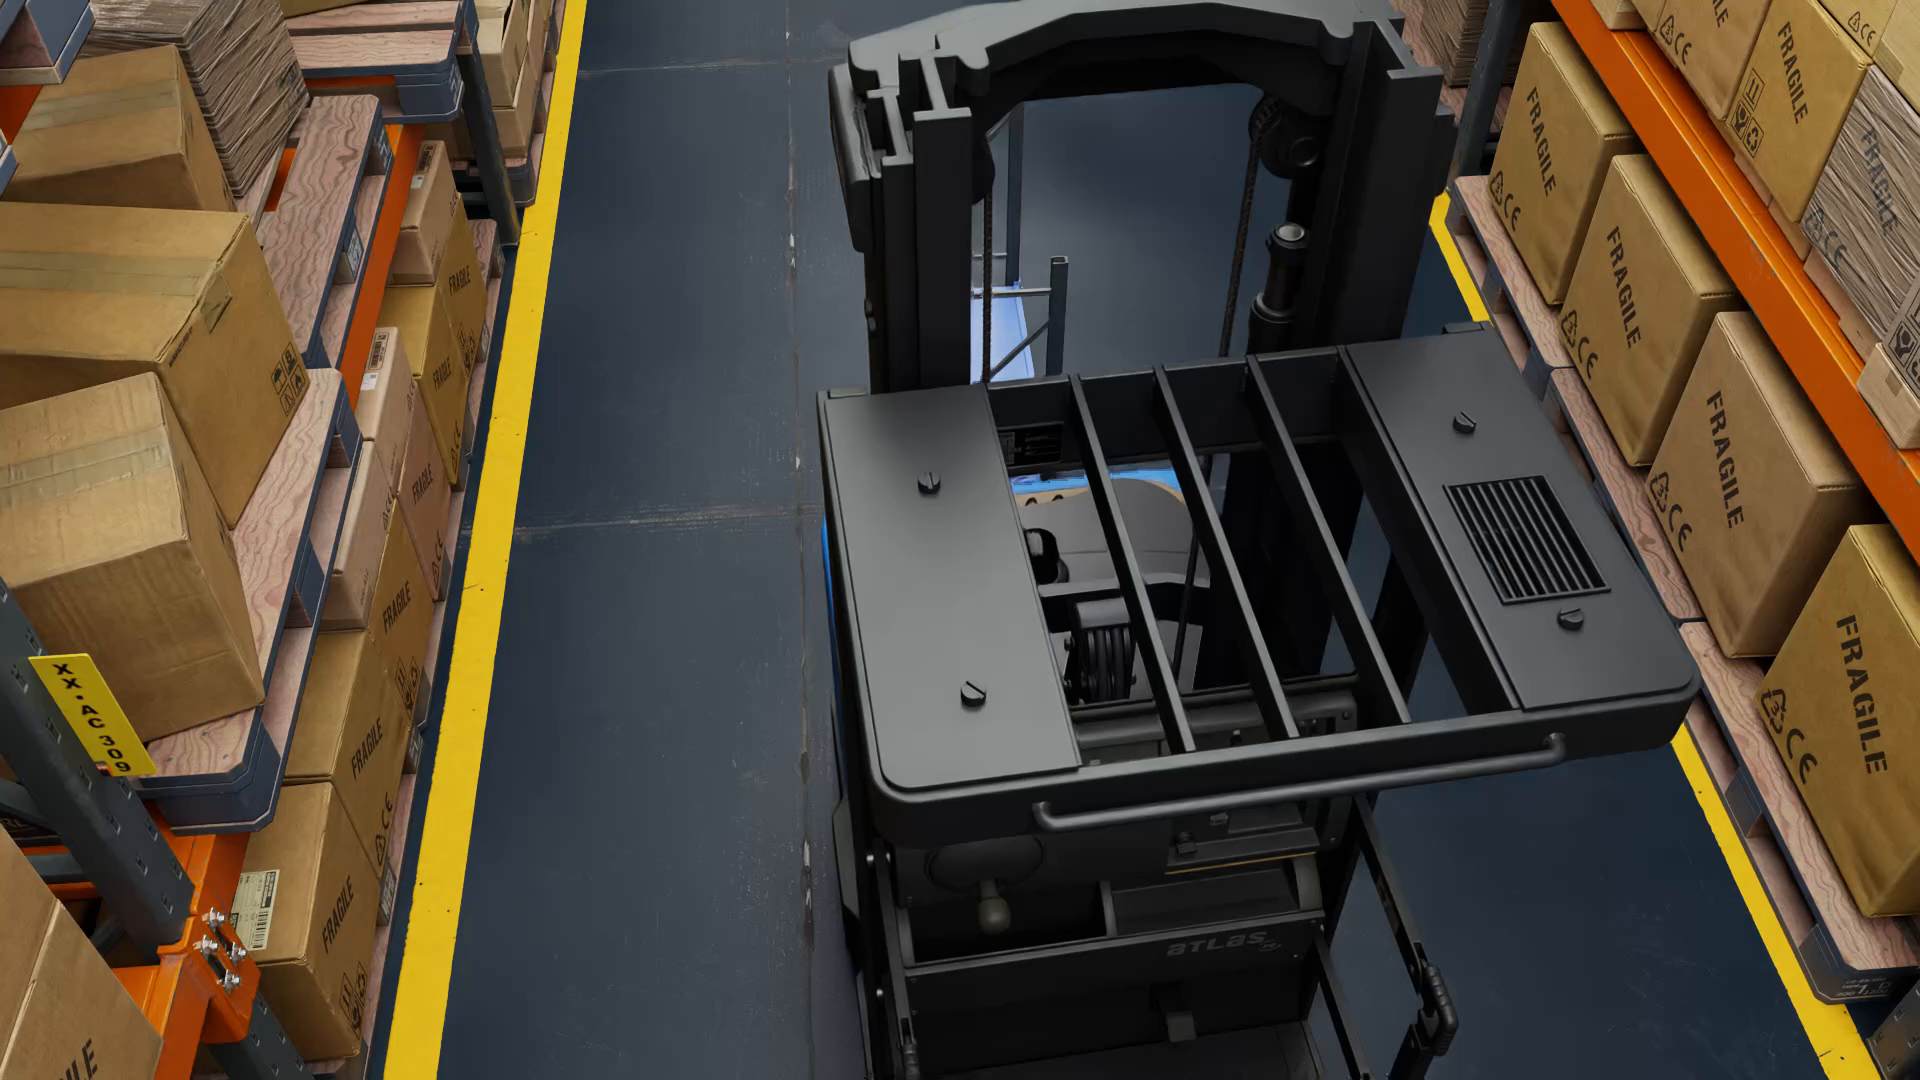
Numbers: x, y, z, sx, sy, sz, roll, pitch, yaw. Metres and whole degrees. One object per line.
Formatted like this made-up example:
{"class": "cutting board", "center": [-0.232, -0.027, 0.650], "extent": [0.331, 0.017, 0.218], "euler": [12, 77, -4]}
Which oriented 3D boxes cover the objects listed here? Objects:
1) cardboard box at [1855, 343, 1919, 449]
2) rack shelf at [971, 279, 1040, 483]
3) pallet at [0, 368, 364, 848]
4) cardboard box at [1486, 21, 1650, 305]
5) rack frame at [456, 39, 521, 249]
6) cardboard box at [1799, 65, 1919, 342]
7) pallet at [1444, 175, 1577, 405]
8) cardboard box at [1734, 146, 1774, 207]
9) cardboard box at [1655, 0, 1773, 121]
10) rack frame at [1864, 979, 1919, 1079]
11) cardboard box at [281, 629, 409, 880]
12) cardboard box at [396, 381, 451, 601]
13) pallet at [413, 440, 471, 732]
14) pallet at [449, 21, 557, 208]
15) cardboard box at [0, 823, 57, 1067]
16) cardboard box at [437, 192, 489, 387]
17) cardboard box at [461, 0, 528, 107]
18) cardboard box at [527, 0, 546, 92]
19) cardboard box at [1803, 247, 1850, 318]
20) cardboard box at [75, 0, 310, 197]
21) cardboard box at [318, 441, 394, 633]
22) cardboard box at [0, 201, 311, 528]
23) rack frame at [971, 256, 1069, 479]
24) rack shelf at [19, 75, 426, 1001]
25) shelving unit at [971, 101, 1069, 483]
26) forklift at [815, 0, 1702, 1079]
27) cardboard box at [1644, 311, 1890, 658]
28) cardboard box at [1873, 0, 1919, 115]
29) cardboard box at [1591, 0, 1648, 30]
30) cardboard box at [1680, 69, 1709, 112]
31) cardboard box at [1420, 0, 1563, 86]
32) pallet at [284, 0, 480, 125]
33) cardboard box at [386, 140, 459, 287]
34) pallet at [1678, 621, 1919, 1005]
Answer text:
{"class": "cardboard box", "center": [2.523, -0.374, 4.198], "extent": [0.380, 0.149, 0.250], "euler": [-3, 47, -3]}
{"class": "rack shelf", "center": [-0.007, -0.454, 5.395], "extent": [0.538, 0.185, 1.000], "euler": [-3, 47, -3]}
{"class": "pallet", "center": [-1.959, 0.117, 3.705], "extent": [1.003, 0.211, 1.213], "euler": [-3, 47, -3]}
{"class": "cardboard box", "center": [2.532, -1.427, 6.227], "extent": [0.750, 0.750, 0.750], "euler": [-4, 47, -4]}
{"class": "rack frame", "center": [-2.335, -2.258, 5.822], "extent": [1.000, 3.000, 0.127], "euler": [-3, 47, -3]}
{"class": "cardboard box", "center": [2.560, -0.862, 4.213], "extent": [0.500, 0.500, 0.500], "euler": [-3, 47, -3]}
{"class": "pallet", "center": [2.592, -1.028, 6.578], "extent": [1.003, 0.211, 1.213], "euler": [-3, 47, -3]}
{"class": "cardboard box", "center": [2.537, -1.121, 4.905], "extent": [0.380, 0.149, 0.250], "euler": [-3, 47, -3]}
{"class": "cardboard box", "center": [2.461, -1.600, 4.912], "extent": [0.500, 0.500, 0.500], "euler": [-4, 47, -3]}
{"class": "rack frame", "center": [2.936, 0.332, 3.369], "extent": [1.000, 3.000, 0.127], "euler": [-3, 47, -3]}
{"class": "cardboard box", "center": [-1.854, 0.594, 4.540], "extent": [0.500, 0.500, 0.500], "euler": [-3, 47, -3]}
{"class": "cardboard box", "center": [-1.930, -0.134, 5.229], "extent": [0.500, 0.500, 0.500], "euler": [-5, 47, -5]}
{"class": "pallet", "center": [-2.211, 0.124, 5.487], "extent": [1.003, 0.211, 1.213], "euler": [-3, 47, -3]}
{"class": "pallet", "center": [-2.365, -1.897, 7.401], "extent": [1.003, 0.211, 1.213], "euler": [-3, 47, -3]}
{"class": "cardboard box", "center": [-1.700, 0.608, 2.351], "extent": [0.500, 0.500, 0.500], "euler": [-3, 47, -3]}
{"class": "cardboard box", "center": [-2.023, -0.887, 5.943], "extent": [0.500, 0.500, 0.500], "euler": [-2, 47, -2]}
{"class": "cardboard box", "center": [-2.086, -2.046, 6.841], "extent": [0.500, 0.311, 0.500], "euler": [-2, 47, -2]}
{"class": "cardboard box", "center": [-2.129, -2.217, 7.389], "extent": [0.500, 0.250, 0.500], "euler": [-5, 47, -4]}
{"class": "cardboard box", "center": [2.563, -0.737, 4.542], "extent": [0.380, 0.149, 0.250], "euler": [-5, 47, -4]}
{"class": "cardboard box", "center": [-2.284, -1.315, 4.571], "extent": [0.700, 0.500, 0.500], "euler": [4, 47, 4]}
{"class": "cardboard box", "center": [-1.882, -0.002, 4.588], "extent": [0.500, 0.250, 0.500], "euler": [-3, 47, -3]}
{"class": "cardboard box", "center": [-1.938, -0.393, 3.698], "extent": [0.700, 0.500, 0.500], "euler": [3, 47, 3]}
{"class": "rack frame", "center": [0.035, -0.210, 4.916], "extent": [0.500, 1.500, 0.032], "euler": [-3, 47, -3]}
{"class": "rack shelf", "center": [-2.168, -0.564, 4.713], "extent": [1.077, 0.370, 4.000], "euler": [-3, 47, -3]}
{"class": "shelving unit", "center": [-0.007, -0.577, 5.264], "extent": [0.538, 1.500, 1.048], "euler": [-3, 47, -3]}
{"class": "forklift", "center": [0.362, 0.635, 3.130], "extent": [1.130, 2.935, 3.031], "euler": [-7, 47, -6]}
{"class": "cardboard box", "center": [2.674, -0.178, 5.044], "extent": [0.750, 0.750, 0.750], "euler": [-2, 47, -2]}
{"class": "cardboard box", "center": [2.566, -1.131, 3.951], "extent": [0.500, 0.250, 0.500], "euler": [-3, 47, -3]}
{"class": "cardboard box", "center": [2.348, -1.850, 5.595], "extent": [0.380, 0.149, 0.250], "euler": [-2, 47, -2]}
{"class": "cardboard box", "center": [2.522, -1.488, 5.253], "extent": [0.380, 0.149, 0.250], "euler": [-3, 47, -2]}
{"class": "cardboard box", "center": [2.488, -2.371, 7.348], "extent": [0.700, 0.500, 0.500], "euler": [-3, 47, -3]}
{"class": "pallet", "center": [-2.209, -1.706, 5.432], "extent": [1.213, 0.211, 1.003], "euler": [-3, 47, -3]}
{"class": "cardboard box", "center": [-2.014, -1.105, 5.632], "extent": [0.500, 0.250, 0.500], "euler": [-2, 47, -2]}
{"class": "pallet", "center": [2.796, 0.737, 4.906], "extent": [1.003, 0.211, 1.213], "euler": [-3, 47, -3]}
